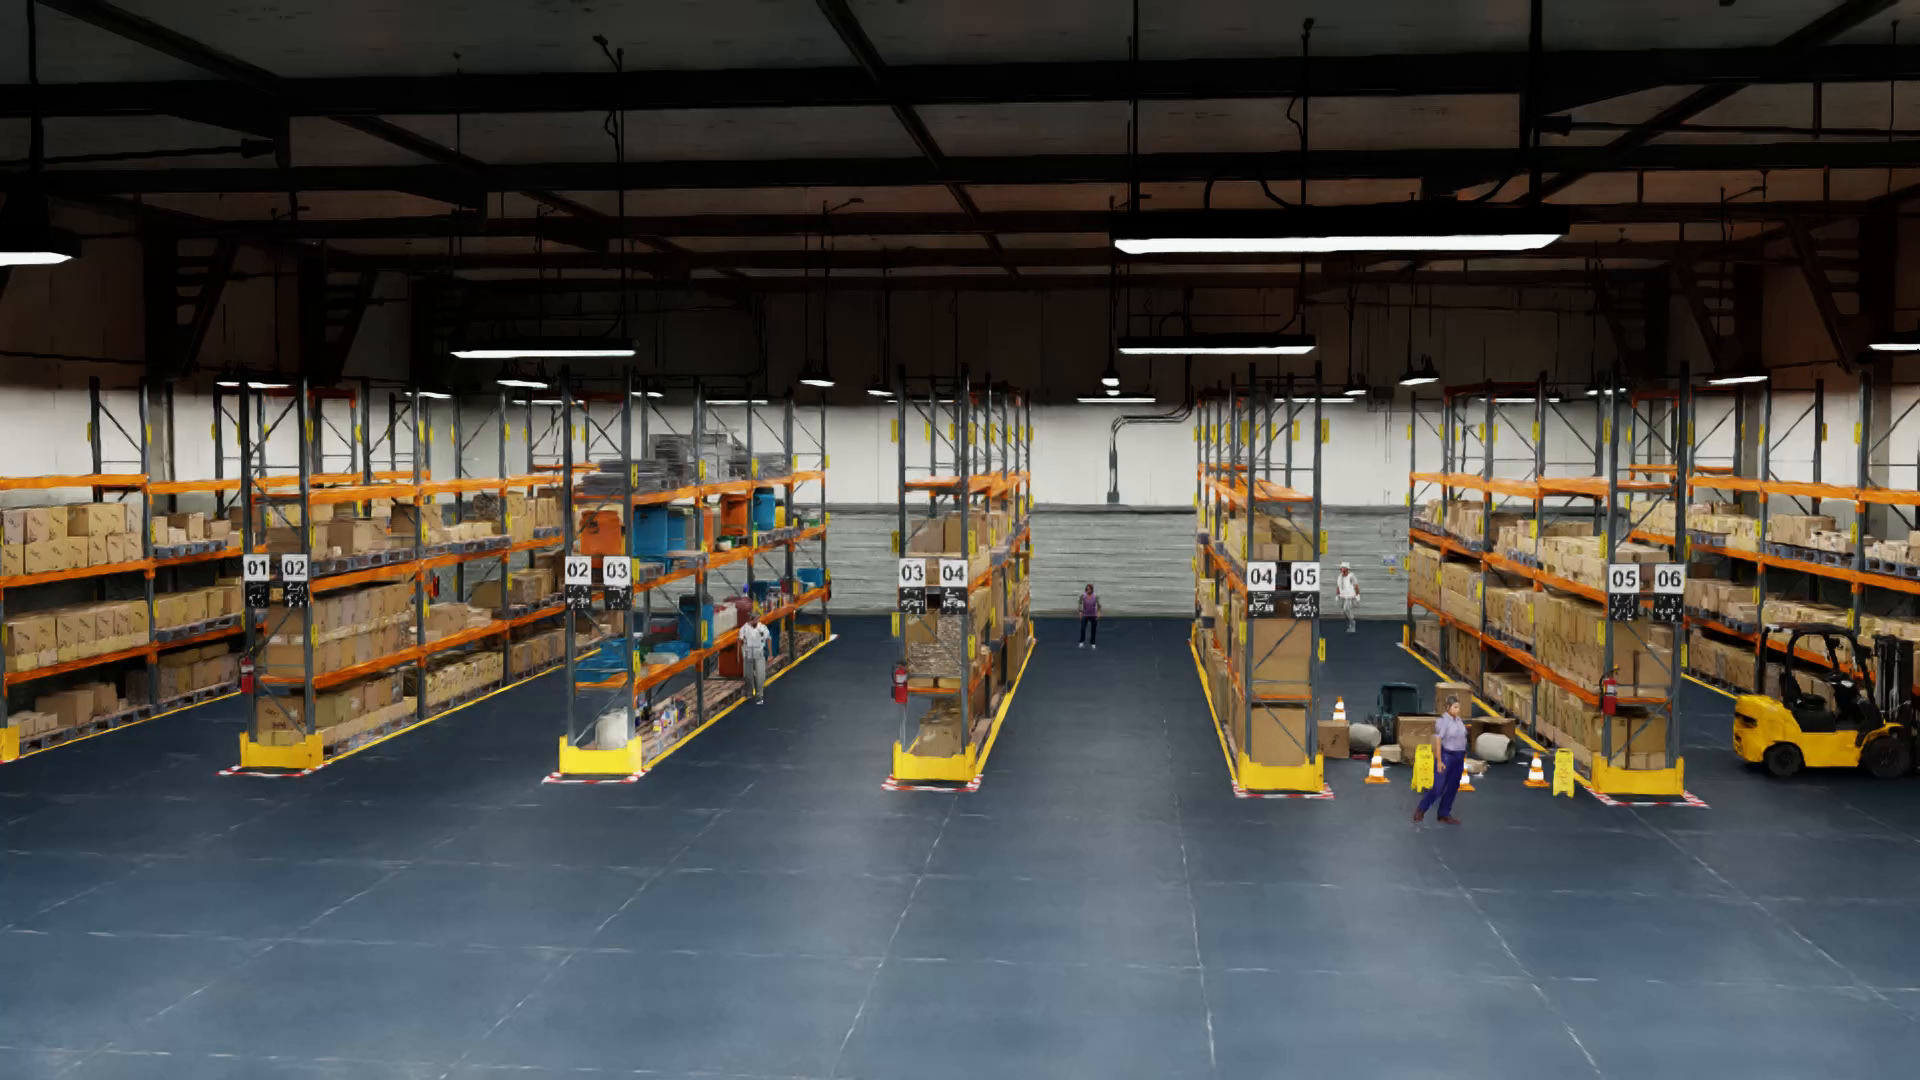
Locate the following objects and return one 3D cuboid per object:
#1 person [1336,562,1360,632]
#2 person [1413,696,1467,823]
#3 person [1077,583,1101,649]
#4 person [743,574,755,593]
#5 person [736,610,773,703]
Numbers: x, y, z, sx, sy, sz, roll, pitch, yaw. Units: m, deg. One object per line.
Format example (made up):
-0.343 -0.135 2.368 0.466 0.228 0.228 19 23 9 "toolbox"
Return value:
9.713 1.430 41.677 0.474 1.770 0.652 -2 4 -28 "person"
6.167 2.823 21.298 0.663 1.624 0.485 -3 5 -36 "person"
2.991 1.762 38.615 0.566 1.541 0.519 0 4 3 "person"
-5.129 1.571 40.996 0.449 1.556 1.075 1 4 9 "person"
-3.838 2.144 31.102 0.672 1.731 0.701 0 4 -3 "person"
